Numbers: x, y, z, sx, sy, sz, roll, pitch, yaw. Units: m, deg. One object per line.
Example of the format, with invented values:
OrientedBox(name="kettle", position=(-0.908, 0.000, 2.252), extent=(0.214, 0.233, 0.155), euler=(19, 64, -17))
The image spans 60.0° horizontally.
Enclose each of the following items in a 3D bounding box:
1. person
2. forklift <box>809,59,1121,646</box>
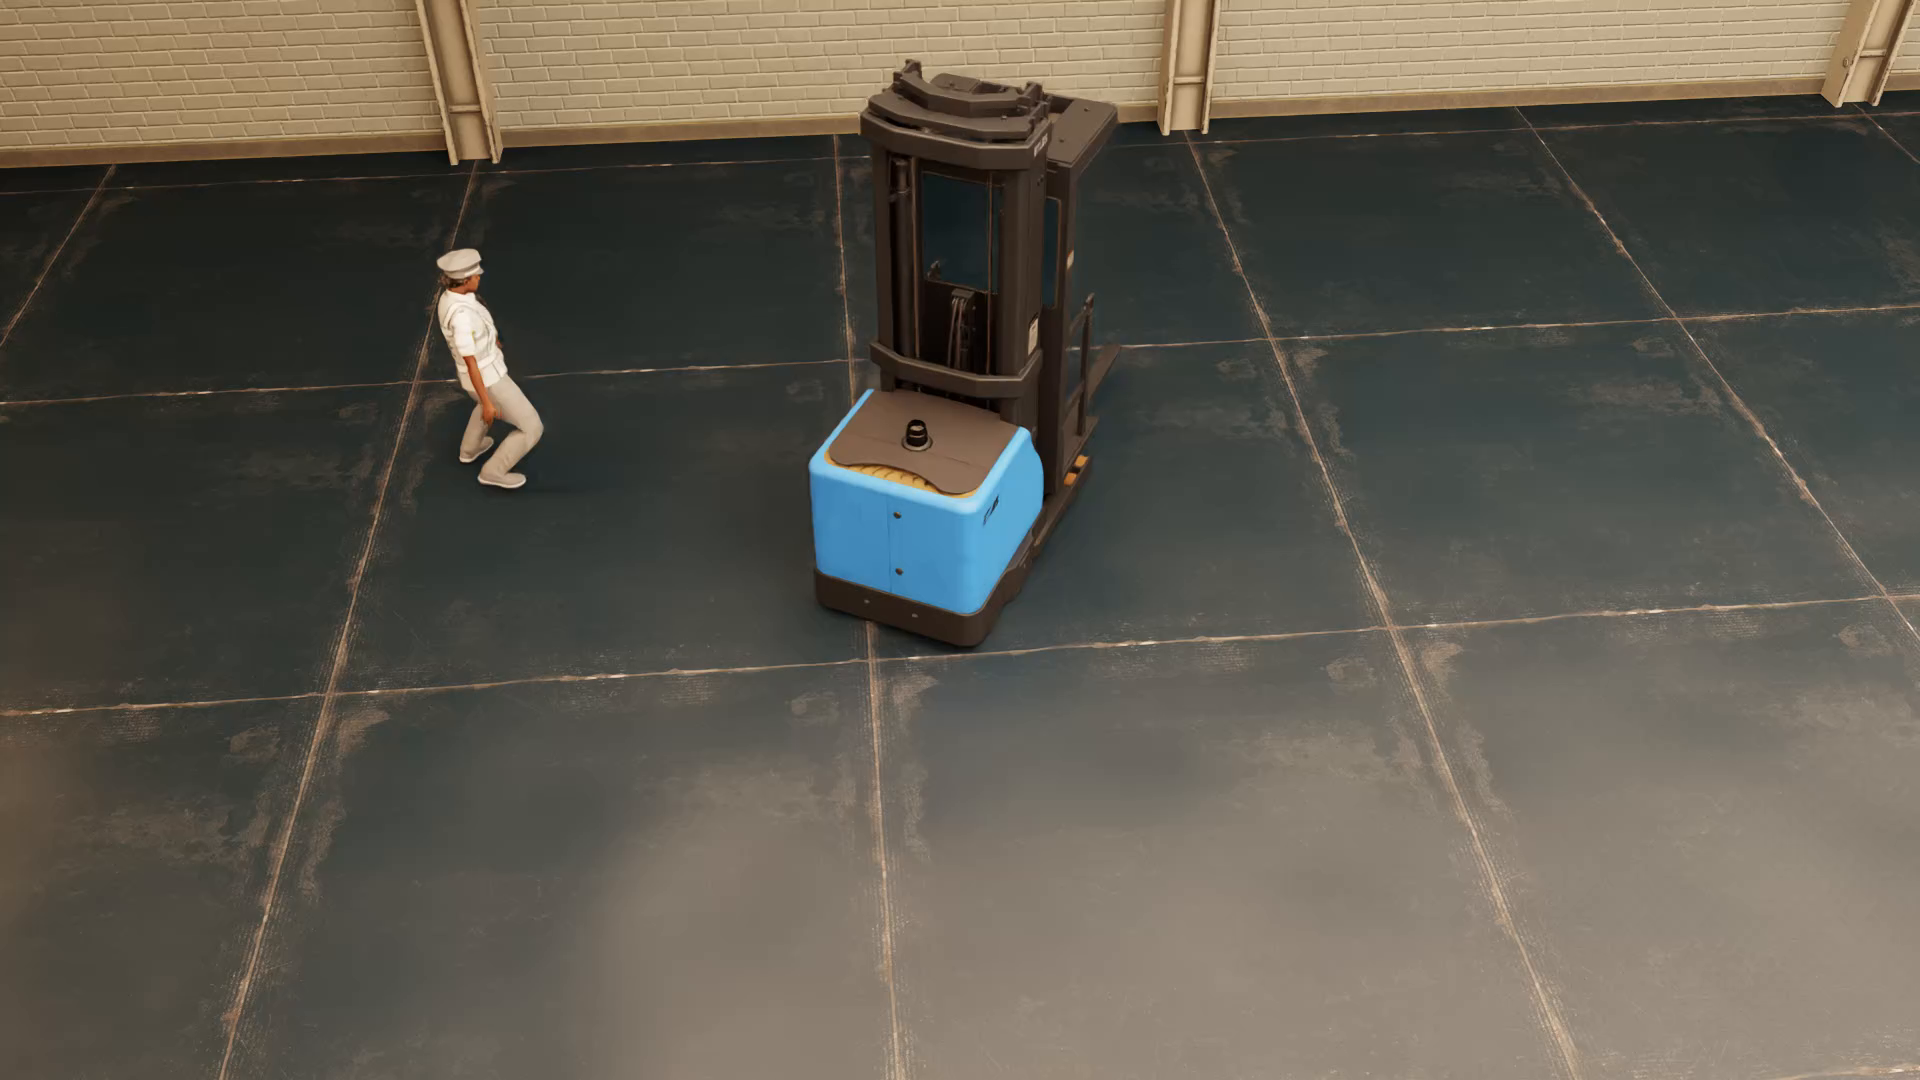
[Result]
OrientedBox(name="person", position=(-2.918, -1.032, 10.216), extent=(0.539, 1.567, 0.836), euler=(-13, 42, -15))
OrientedBox(name="forklift", position=(0.200, -1.475, 9.662), extent=(1.130, 2.935, 3.031), euler=(15, 43, 17))
